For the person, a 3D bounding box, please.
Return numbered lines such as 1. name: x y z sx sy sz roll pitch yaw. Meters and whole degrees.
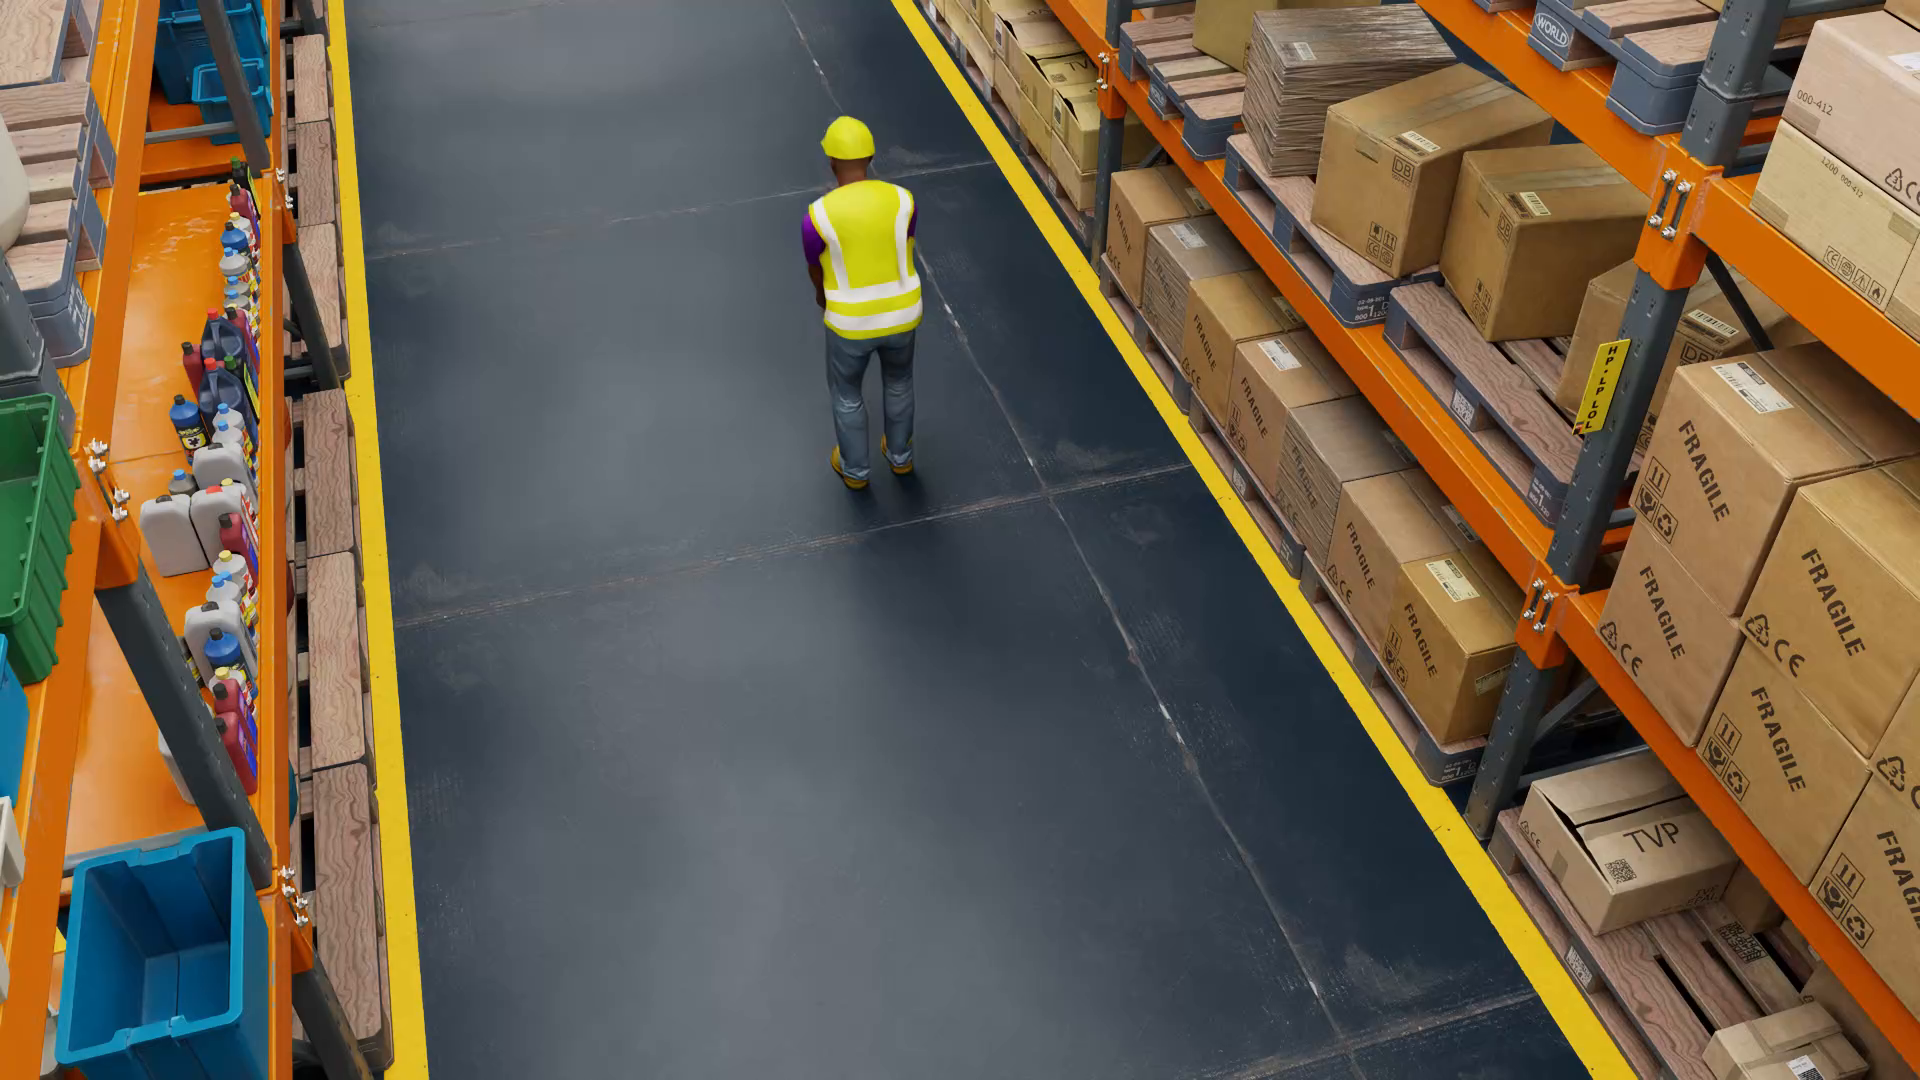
1. person: -0.431 -1.018 7.323 0.501 1.697 0.598 -13 43 -14
